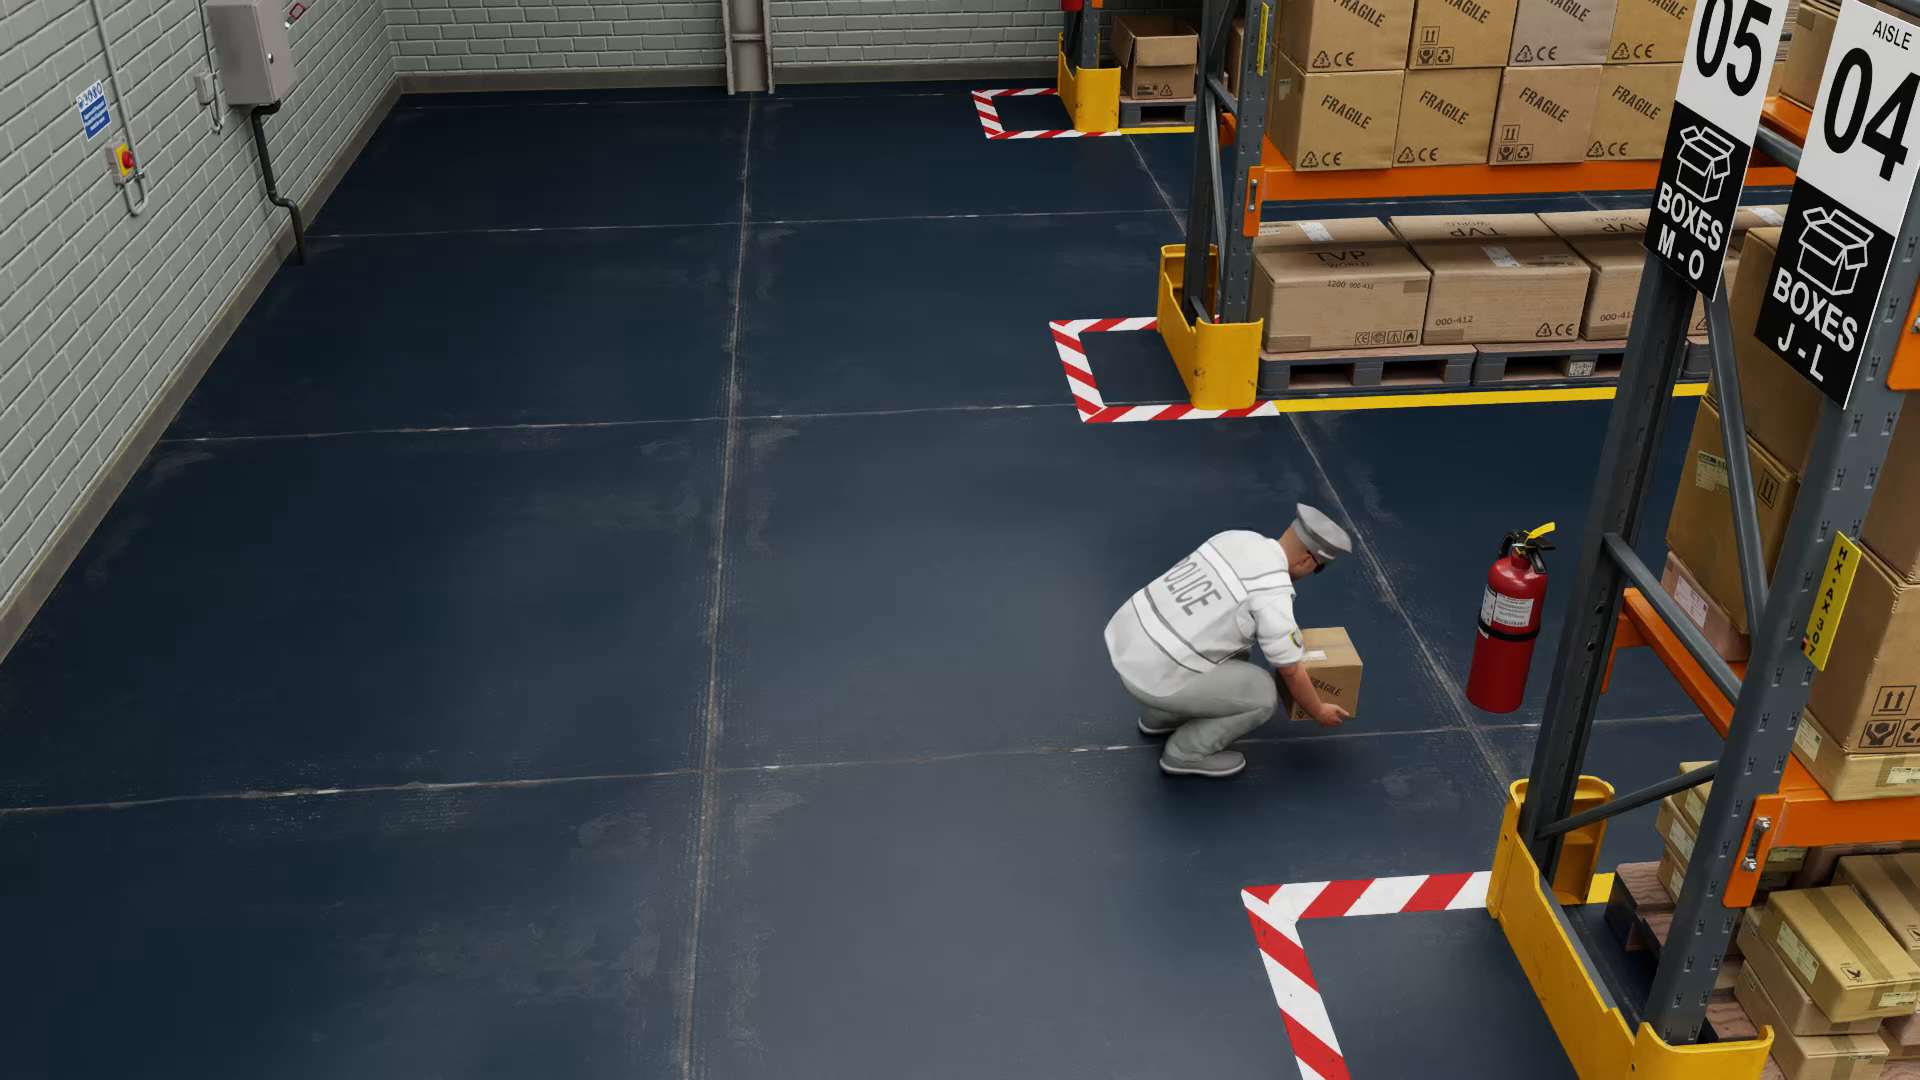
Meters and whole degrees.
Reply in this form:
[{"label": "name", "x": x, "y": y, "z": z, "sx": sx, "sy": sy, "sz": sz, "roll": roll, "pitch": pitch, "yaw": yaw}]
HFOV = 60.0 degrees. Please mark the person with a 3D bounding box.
[{"label": "person", "x": 1.000, "y": 0.365, "z": 6.249, "sx": 0.910, "sy": 1.009, "sz": 0.557, "roll": -3, "pitch": 31, "yaw": -5}]
